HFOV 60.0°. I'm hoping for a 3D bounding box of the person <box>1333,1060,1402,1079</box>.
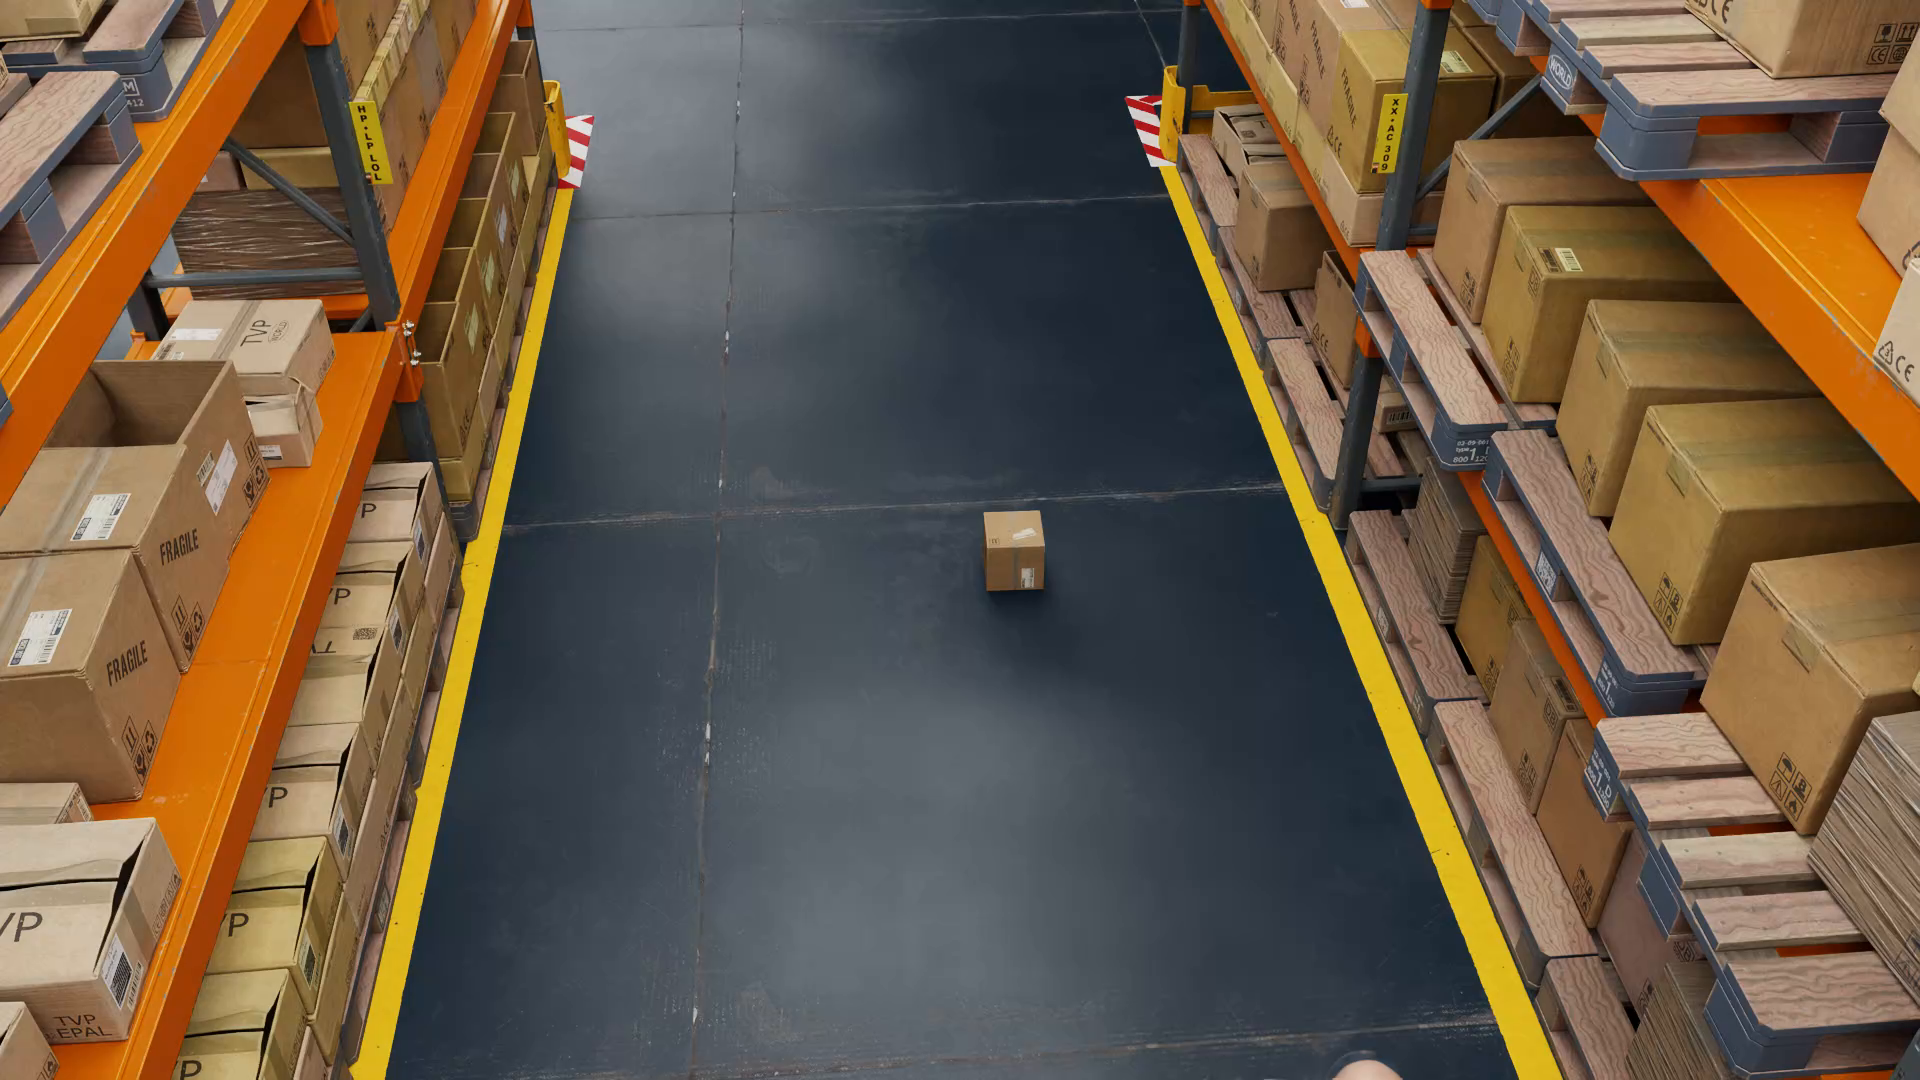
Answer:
[{"bbox_3d":[0.866,1.783,3.898,0.596,1.765,0.666,-7,39,-8],"label":"person"}]
